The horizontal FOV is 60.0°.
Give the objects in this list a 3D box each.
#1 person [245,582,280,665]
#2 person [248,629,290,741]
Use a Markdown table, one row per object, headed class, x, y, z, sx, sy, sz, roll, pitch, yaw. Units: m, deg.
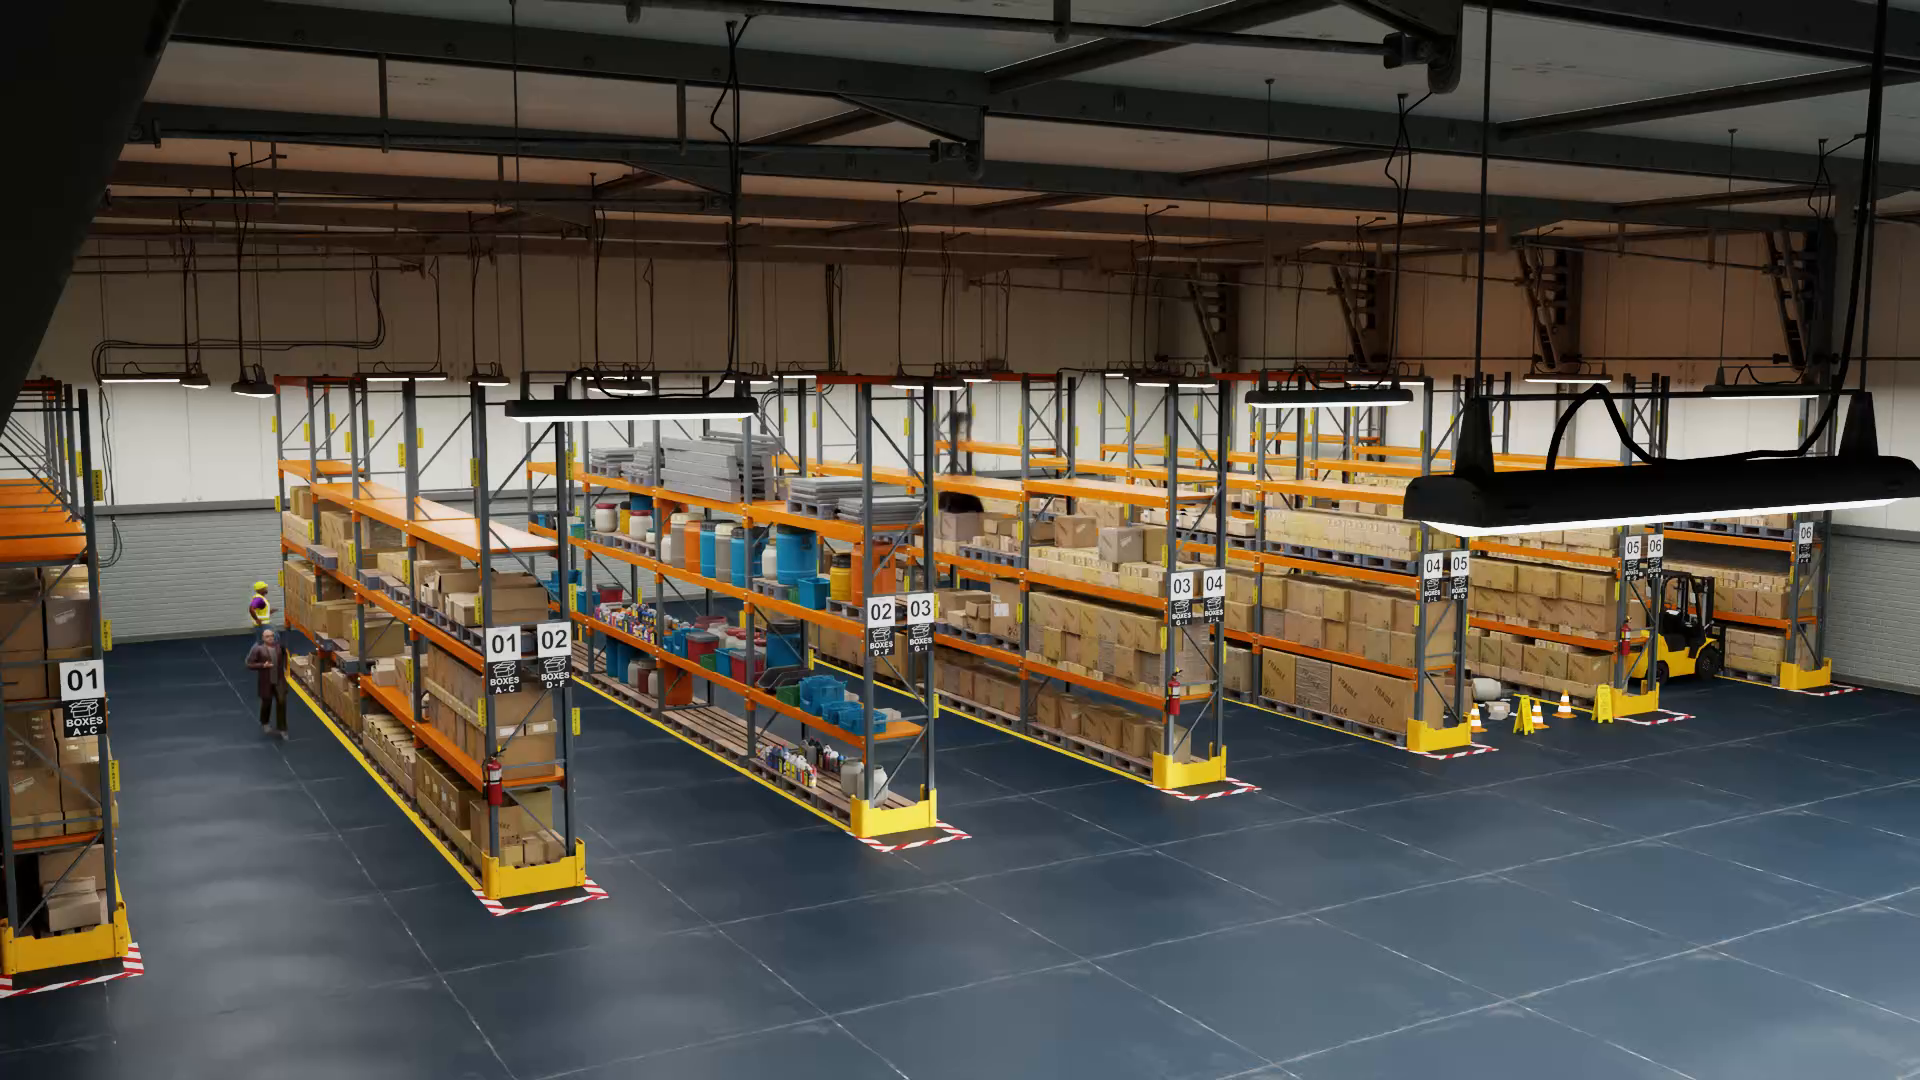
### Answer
| class | x | y | z | sx | sy | sz | roll | pitch | yaw |
| --- | --- | --- | --- | --- | --- | --- | --- | --- | --- |
| person | -14.357 | 1.733 | 34.185 | 0.709 | 1.769 | 0.695 | -4 | 7 | -33 |
| person | -11.510 | 2.404 | 27.759 | 0.696 | 1.816 | 0.916 | -5 | 8 | -37 |
